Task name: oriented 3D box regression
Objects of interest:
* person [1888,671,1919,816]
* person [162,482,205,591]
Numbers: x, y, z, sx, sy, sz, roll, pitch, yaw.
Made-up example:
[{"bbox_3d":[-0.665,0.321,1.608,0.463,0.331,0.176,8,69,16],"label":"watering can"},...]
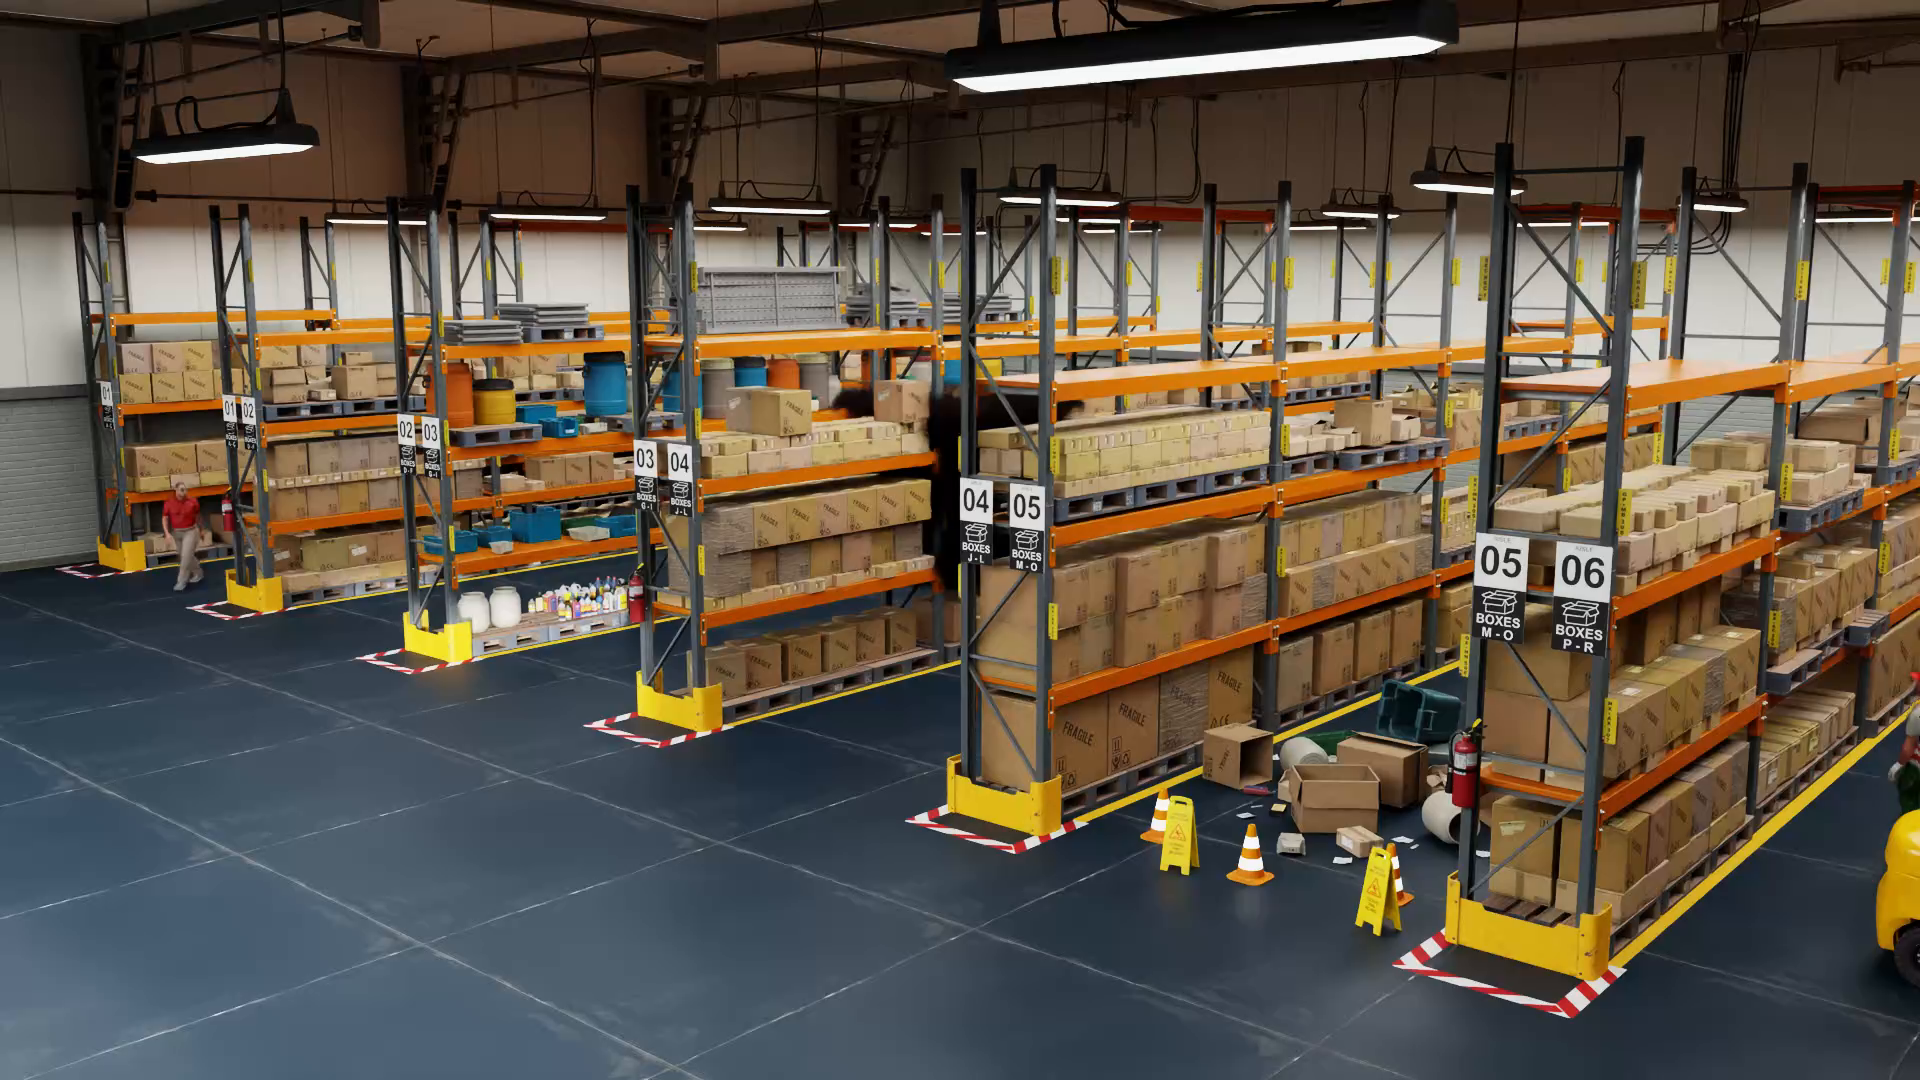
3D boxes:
[{"bbox_3d":[8.406,1.933,14.469,0.612,1.754,0.607,1,9,3],"label":"person"},{"bbox_3d":[-12.478,-0.094,26.621,0.477,1.672,0.996,2,10,11],"label":"person"}]
